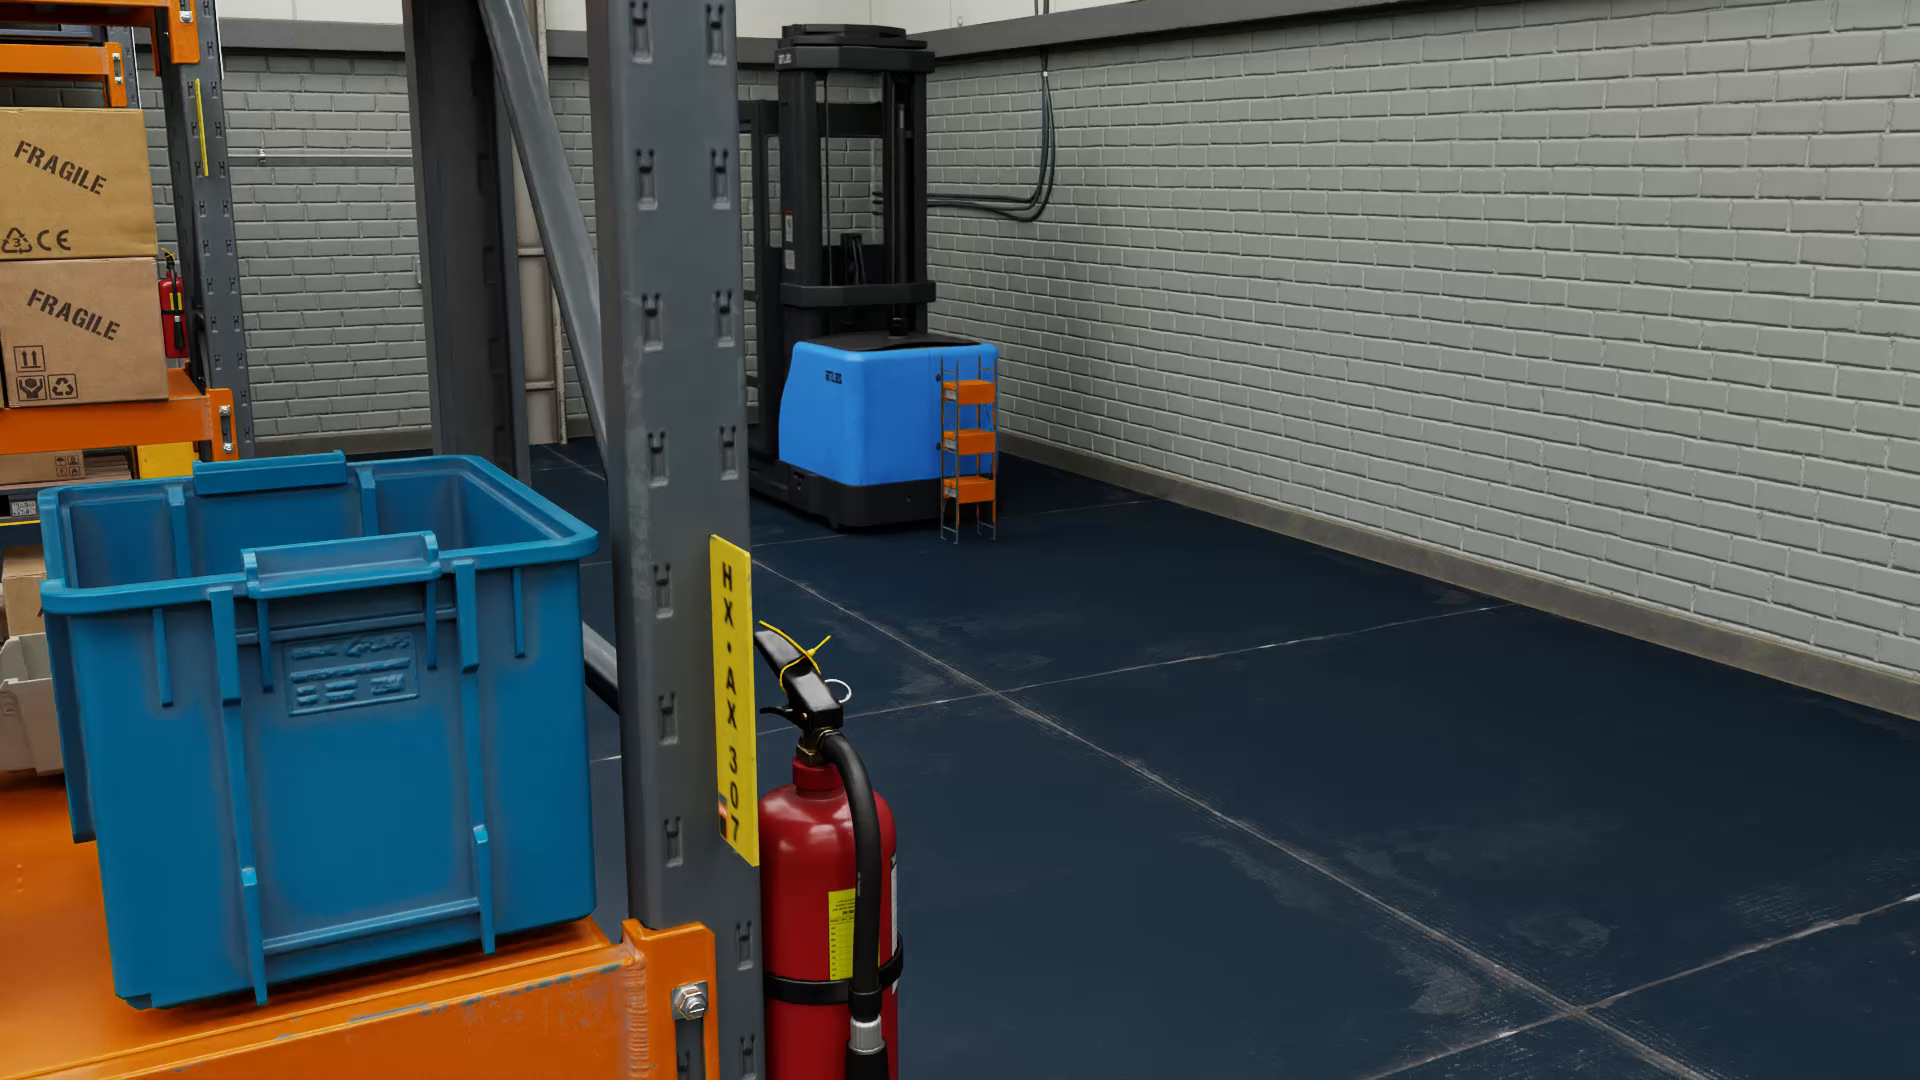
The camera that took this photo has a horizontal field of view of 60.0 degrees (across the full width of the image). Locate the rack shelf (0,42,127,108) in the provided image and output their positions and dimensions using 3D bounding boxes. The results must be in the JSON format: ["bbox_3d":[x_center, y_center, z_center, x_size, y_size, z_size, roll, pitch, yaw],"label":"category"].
[{"bbox_3d":[-7.009,-2.673,9.463,4.000,0.370,1.077,-7,14,-28],"label":"rack shelf"}]

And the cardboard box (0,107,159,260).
[{"bbox_3d":[-3.135,-1.254,5.844,0.500,0.500,0.500,-7,14,-28],"label":"cardboard box"}]

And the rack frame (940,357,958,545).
[{"bbox_3d":[-0.060,-0.505,9.462,0.008,1.050,0.200,-7,14,-28],"label":"rack frame"}]

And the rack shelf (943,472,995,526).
[{"bbox_3d":[0.047,-0.236,9.582,0.240,0.259,0.215,-7,14,-28],"label":"rack shelf"}]

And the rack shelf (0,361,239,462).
[{"bbox_3d":[-4.632,-0.256,5.552,4.000,0.370,1.077,-7,14,-28],"label":"rack shelf"}]

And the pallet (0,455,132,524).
[{"bbox_3d":[-5.918,-0.312,10.514,1.213,0.211,1.003,-7,14,-28],"label":"pallet"}]

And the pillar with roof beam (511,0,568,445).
[{"bbox_3d":[-1.235,-4.319,8.306,0.400,9.000,9.100,-7,14,-28],"label":"pillar with roof beam"}]

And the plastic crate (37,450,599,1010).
[{"bbox_3d":[-0.711,0.162,1.838,0.499,0.435,0.616,-7,14,-28],"label":"plastic crate"}]

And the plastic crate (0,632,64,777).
[{"bbox_3d":[-1.202,0.217,2.275,0.298,0.136,0.250,-7,14,-28],"label":"plastic crate"}]

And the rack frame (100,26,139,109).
[{"bbox_3d":[-5.253,-1.771,10.649,0.127,3.000,1.000,-7,14,-28],"label":"rack frame"}]

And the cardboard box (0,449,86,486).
[{"bbox_3d":[-5.820,-0.664,10.464,0.500,0.500,0.700,-7,14,-28],"label":"cardboard box"}]

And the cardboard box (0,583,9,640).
[{"bbox_3d":[-3.929,0.365,6.417,0.500,0.250,0.500,-7,14,-28],"label":"cardboard box"}]

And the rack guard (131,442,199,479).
[{"bbox_3d":[-5.232,-0.554,10.934,0.348,0.500,1.175,-7,14,-28],"label":"rack guard"}]

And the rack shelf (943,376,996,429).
[{"bbox_3d":[0.047,-0.784,9.459,0.240,0.259,0.215,-7,14,-28],"label":"rack shelf"}]

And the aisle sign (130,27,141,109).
[{"bbox_3d":[-5.046,-2.989,10.140,0.004,0.787,0.394,-7,14,-28],"label":"aisle sign"}]

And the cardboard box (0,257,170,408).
[{"bbox_3d":[-3.139,-0.766,5.955,0.500,0.500,0.500,-6,14,-26],"label":"cardboard box"}]

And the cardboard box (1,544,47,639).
[{"bbox_3d":[-3.236,0.292,6.169,0.500,0.500,0.500,-7,14,-28],"label":"cardboard box"}]

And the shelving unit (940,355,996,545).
[{"bbox_3d":[0.047,-0.518,9.519,0.252,1.050,0.215,-7,14,-28],"label":"shelving unit"}]

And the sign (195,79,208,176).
[{"bbox_3d":[-2.628,-1.427,5.762,0.005,0.325,0.100,-7,14,-28],"label":"sign"}]

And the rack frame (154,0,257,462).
[{"bbox_3d":[-2.877,-0.817,6.408,0.127,3.000,1.000,-7,14,-28],"label":"rack frame"}]

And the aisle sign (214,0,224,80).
[{"bbox_3d":[-2.670,-2.034,5.893,0.004,0.787,0.394,-7,14,-28],"label":"aisle sign"}]

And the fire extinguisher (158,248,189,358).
[{"bbox_3d":[-4.900,-1.479,10.373,0.183,0.674,0.296,-7,14,-28],"label":"fire extinguisher"}]

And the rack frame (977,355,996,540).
[{"bbox_3d":[0.154,-0.531,9.576,0.008,1.050,0.200,-7,14,-28],"label":"rack frame"}]

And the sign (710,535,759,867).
[{"bbox_3d":[-0.229,0.162,1.684,0.005,0.325,0.100,-7,14,-28],"label":"sign"}]

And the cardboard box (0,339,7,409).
[{"bbox_3d":[-3.593,-0.711,5.709,0.500,0.500,0.500,-7,14,-27],"label":"cardboard box"}]

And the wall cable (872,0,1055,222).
[{"bbox_3d":[-0.118,-3.709,12.669,0.112,2.526,3.097,-7,14,-28],"label":"wall cable"}]

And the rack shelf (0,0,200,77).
[{"bbox_3d":[-4.632,-1.719,5.223,4.000,0.370,1.077,-7,14,-28],"label":"rack shelf"}]

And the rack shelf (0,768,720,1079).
[{"bbox_3d":[-2.262,0.699,1.309,4.000,0.370,1.077,-7,14,-28],"label":"rack shelf"}]

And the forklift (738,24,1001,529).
[{"bbox_3d":[-0.910,-1.773,10.811,1.130,2.935,3.031,-7,14,-28],"label":"forklift"}]

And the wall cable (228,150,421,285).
[{"bbox_3d":[-4.583,-2.584,11.946,1.851,1.984,0.084,-7,14,-28],"label":"wall cable"}]

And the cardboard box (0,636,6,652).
[{"bbox_3d":[-3.634,0.480,6.094,0.250,0.166,0.380,-7,14,-28],"label":"cardboard box"}]

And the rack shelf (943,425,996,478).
[{"bbox_3d":[0.047,-0.507,9.521,0.240,0.259,0.215,-7,14,-28],"label":"rack shelf"}]

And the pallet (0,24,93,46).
[{"bbox_3d":[-5.899,-3.112,9.973,1.213,0.211,1.003,-7,14,-28],"label":"pallet"}]

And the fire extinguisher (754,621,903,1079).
[{"bbox_3d":[-0.156,0.429,1.896,0.183,0.674,0.296,-7,14,-28],"label":"fire extinguisher"}]
